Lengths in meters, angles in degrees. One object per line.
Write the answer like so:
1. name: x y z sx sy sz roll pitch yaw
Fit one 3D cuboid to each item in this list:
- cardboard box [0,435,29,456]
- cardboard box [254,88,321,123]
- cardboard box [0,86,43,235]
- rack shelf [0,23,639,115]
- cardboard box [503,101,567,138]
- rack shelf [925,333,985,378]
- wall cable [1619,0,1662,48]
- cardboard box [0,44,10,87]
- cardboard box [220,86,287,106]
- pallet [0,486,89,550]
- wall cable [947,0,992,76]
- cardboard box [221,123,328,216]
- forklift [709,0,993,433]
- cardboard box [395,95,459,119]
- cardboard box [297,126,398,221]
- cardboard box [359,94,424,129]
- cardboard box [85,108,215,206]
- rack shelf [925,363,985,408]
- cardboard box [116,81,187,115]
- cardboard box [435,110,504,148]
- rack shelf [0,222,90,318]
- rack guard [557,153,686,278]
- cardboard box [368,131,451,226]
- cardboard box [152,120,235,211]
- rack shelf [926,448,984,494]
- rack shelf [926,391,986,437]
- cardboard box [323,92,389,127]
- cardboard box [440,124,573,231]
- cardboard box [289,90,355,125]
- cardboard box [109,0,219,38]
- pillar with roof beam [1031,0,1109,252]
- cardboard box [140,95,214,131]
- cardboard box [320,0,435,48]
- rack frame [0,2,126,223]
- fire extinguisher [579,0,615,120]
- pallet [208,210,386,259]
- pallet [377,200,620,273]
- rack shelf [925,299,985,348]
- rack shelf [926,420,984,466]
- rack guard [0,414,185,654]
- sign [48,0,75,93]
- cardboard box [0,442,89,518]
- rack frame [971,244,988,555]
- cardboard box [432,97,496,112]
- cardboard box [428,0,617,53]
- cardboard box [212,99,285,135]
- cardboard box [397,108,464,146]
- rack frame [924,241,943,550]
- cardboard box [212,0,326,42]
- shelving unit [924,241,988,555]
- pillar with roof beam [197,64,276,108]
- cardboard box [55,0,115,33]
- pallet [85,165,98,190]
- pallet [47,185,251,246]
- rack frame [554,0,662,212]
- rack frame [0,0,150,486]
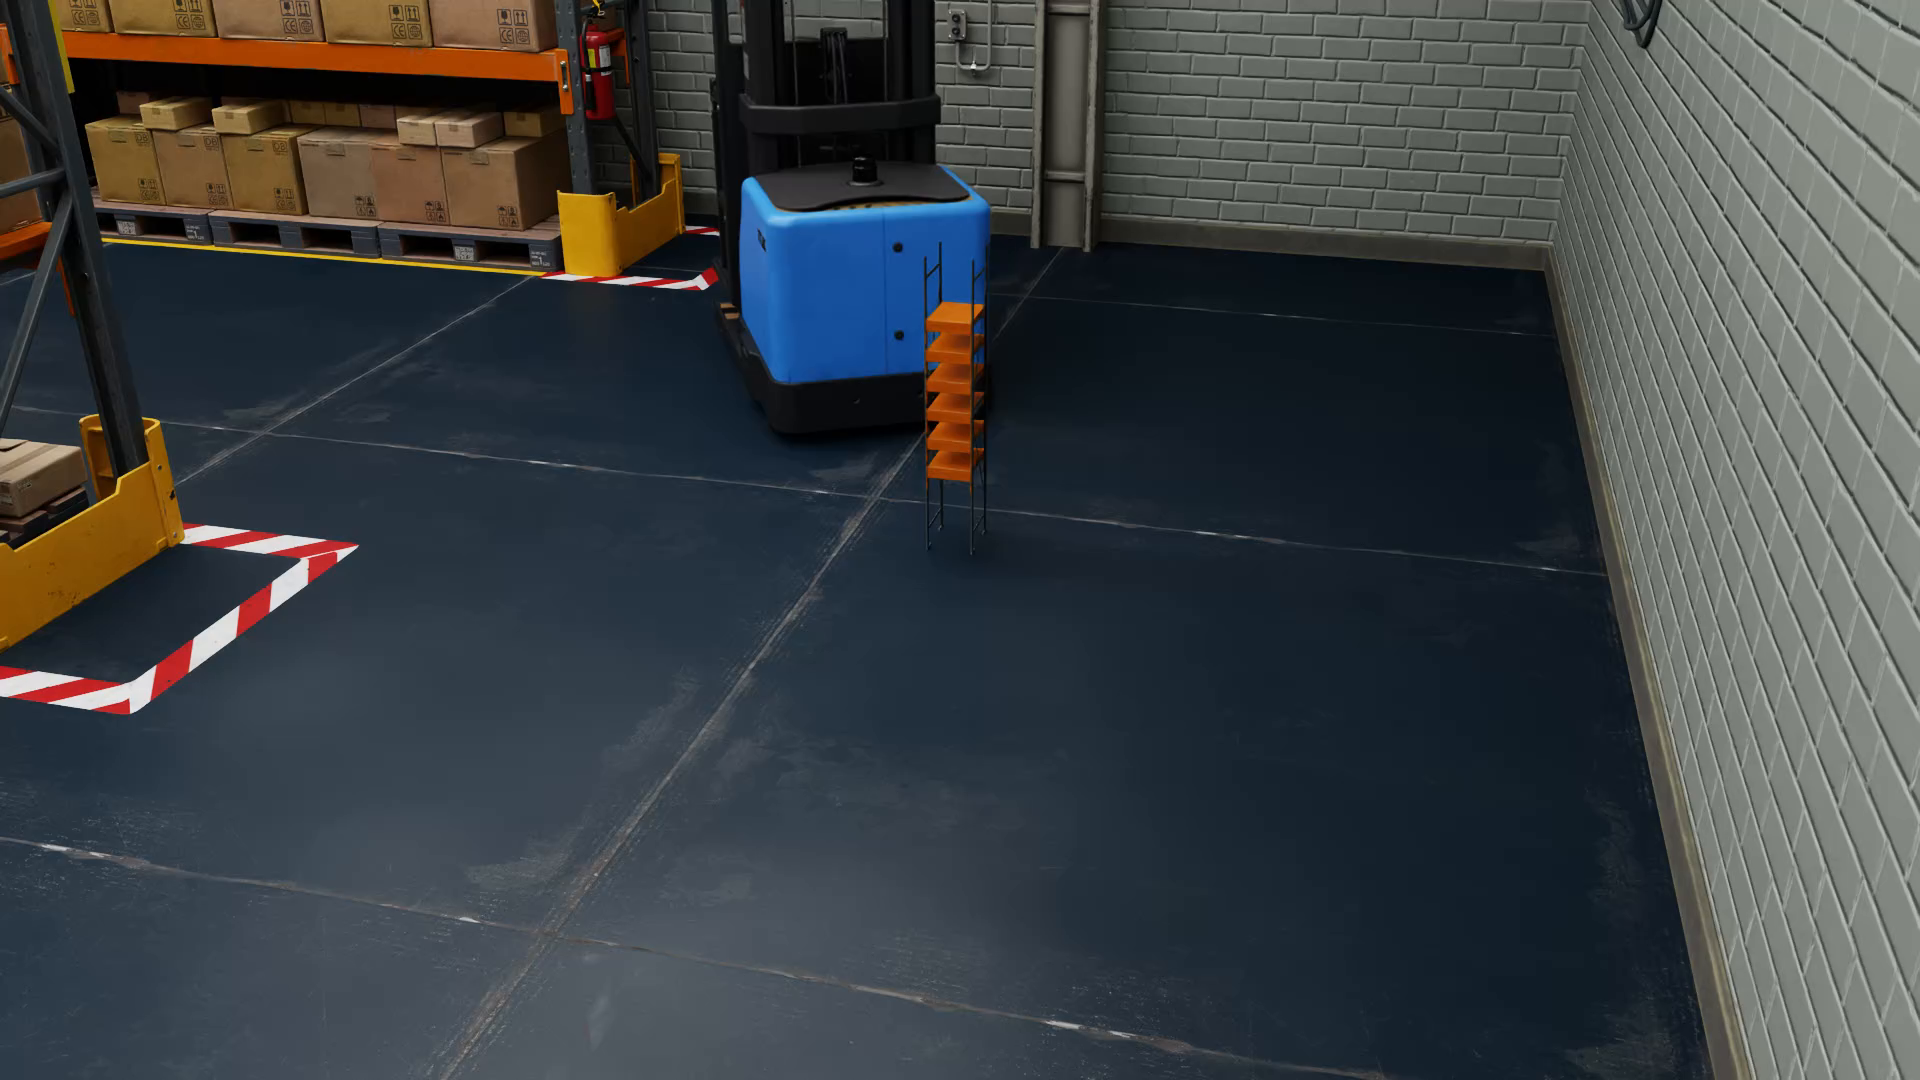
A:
1. cardboard box: -3.939 -0.277 6.627 0.250 0.166 0.380 6 26 13
2. cardboard box: -4.402 -2.853 10.917 0.250 0.149 0.380 7 26 14
3. cardboard box: -3.741 -1.346 5.971 0.500 0.500 0.500 7 26 14
4. rack shelf: -4.083 -3.095 10.599 4.000 0.370 1.077 6 26 13
5. cardboard box: -2.678 -2.663 10.519 0.250 0.149 0.380 6 26 13
6. rack shelf: -0.014 -0.720 6.411 0.180 0.103 0.258 6 26 13
7. wall cable: 3.242 -3.758 7.788 0.112 2.526 3.097 6 26 13
8. cardboard box: -3.741 -1.797 5.756 0.500 0.500 0.500 7 26 15
9. cardboard box: -4.646 -2.880 10.974 0.250 0.149 0.380 5 26 11
10. pallet: -4.222 0.023 6.457 1.213 0.211 1.003 6 26 13
11. wall cable: -0.671 -3.921 10.315 1.851 1.984 0.084 6 26 13
12. cardboard box: -4.339 -2.461 10.850 0.500 0.500 0.700 7 26 14
13. forklift: -0.726 -2.421 8.426 1.130 2.935 3.031 -7 26 -14
14. cardboard box: -3.411 -2.744 10.689 0.250 0.149 0.380 7 26 13
15. cardboard box: -3.821 -2.407 10.736 0.500 0.500 0.700 5 26 11
16. cardboard box: -3.658 -2.771 10.745 0.250 0.149 0.380 7 26 14
17. cardboard box: -5.322 -2.572 11.083 0.500 0.500 0.700 7 26 14
18. rack shelf: -0.014 -0.612 6.463 0.180 0.103 0.258 6 26 13
19. cardboard box: -5.413 -2.964 11.150 0.250 0.149 0.380 6 26 13
20. cardboard box: -3.019 -2.531 10.242 0.250 0.149 0.380 6 26 12
21. rack shelf: -5.313 -1.033 6.266 4.000 0.370 1.077 6 26 13
22. rack guard: -2.123 -2.075 10.526 0.348 0.500 1.175 6 26 13
23. cardboard box: -3.334 -2.354 10.624 0.500 0.500 0.700 6 26 13
24. cardboard box: -4.836 -2.517 10.967 0.500 0.500 0.700 6 26 12
25. rack shelf: -0.014 -0.286 6.618 0.180 0.103 0.258 6 26 13
26. rack shelf: -0.014 -0.503 6.514 0.180 0.103 0.258 6 26 13
27. cardboard box: -3.907 -2.798 10.802 0.250 0.149 0.380 7 26 14
28. cardboard box: -2.849 -2.300 10.511 0.500 0.500 0.700 6 26 13
29. cardboard box: -4.152 -2.825 10.860 0.250 0.149 0.380 6 26 12
30. cardboard box: -4.793 -3.624 10.524 0.700 0.700 0.980 6 26 12
31. pillar with roof beam: -0.388 -4.193 5.090 0.400 9.000 9.100 6 26 13
32. cardboard box: -5.035 -2.753 10.707 0.250 0.149 0.380 7 26 15
33. cardboard box: -3.350 -3.465 10.190 0.700 0.700 0.980 6 26 13
34. rack frame: -6.020 -3.634 10.894 0.127 3.000 1.000 6 26 13
35. fire extinguisher: -2.115 -2.794 9.654 0.183 0.674 0.296 6 26 13
36. pallet: -4.118 -2.131 10.981 1.213 0.211 1.003 6 26 13
37. pallet: -2.940 -2.000 10.705 1.213 0.211 1.003 6 26 13
38. rack shelf: -0.014 -0.828 6.360 0.180 0.103 0.258 6 26 13
39. rack shelf: -0.014 -0.395 6.566 0.180 0.103 0.258 6 26 13
40. rack guard: -3.450 -0.023 6.216 0.348 0.500 1.175 6 26 13
41. sign: -3.241 -1.760 5.950 0.005 0.325 0.100 6 26 13
42. cardboard box: -3.696 -0.243 6.575 0.250 0.149 0.380 6 26 13
43. rack frame: 0.075 -0.533 6.475 0.006 1.200 0.240 6 26 13
44. cardboard box: -3.169 -2.717 10.632 0.250 0.149 0.380 6 26 13
45. cardboard box: -2.643 -3.392 10.036 0.700 0.700 0.980 8 26 15
46. cardboard box: -4.530 -2.697 10.590 0.250 0.149 0.380 6 26 12
47. cardboard box: -3.267 -2.558 10.298 0.250 0.149 0.380 7 26 14
48. rack frame: -0.103 -0.553 6.516 0.006 1.200 0.240 6 26 13
49. cardboard box: -4.086 -3.551 10.369 0.700 0.700 0.980 5 26 10
50. shelving unit: -0.014 -0.543 6.495 0.189 1.200 0.258 6 26 13
51. pillar with roof beam: -6.199 -4.836 6.439 0.400 9.000 9.100 6 26 13
52. cardboard box: -5.499 -3.705 10.693 0.700 0.700 0.980 7 26 14
53. pallet: -6.786 -2.426 11.601 1.213 0.211 1.003 6 26 13
54. pallet: -5.303 -2.261 11.254 1.213 0.211 1.003 6 26 13
55. rack frame: -2.146 -3.206 9.994 0.127 3.000 1.000 6 26 13
56. rack frame: -3.376 -1.143 5.662 0.127 3.000 1.000 6 26 13
